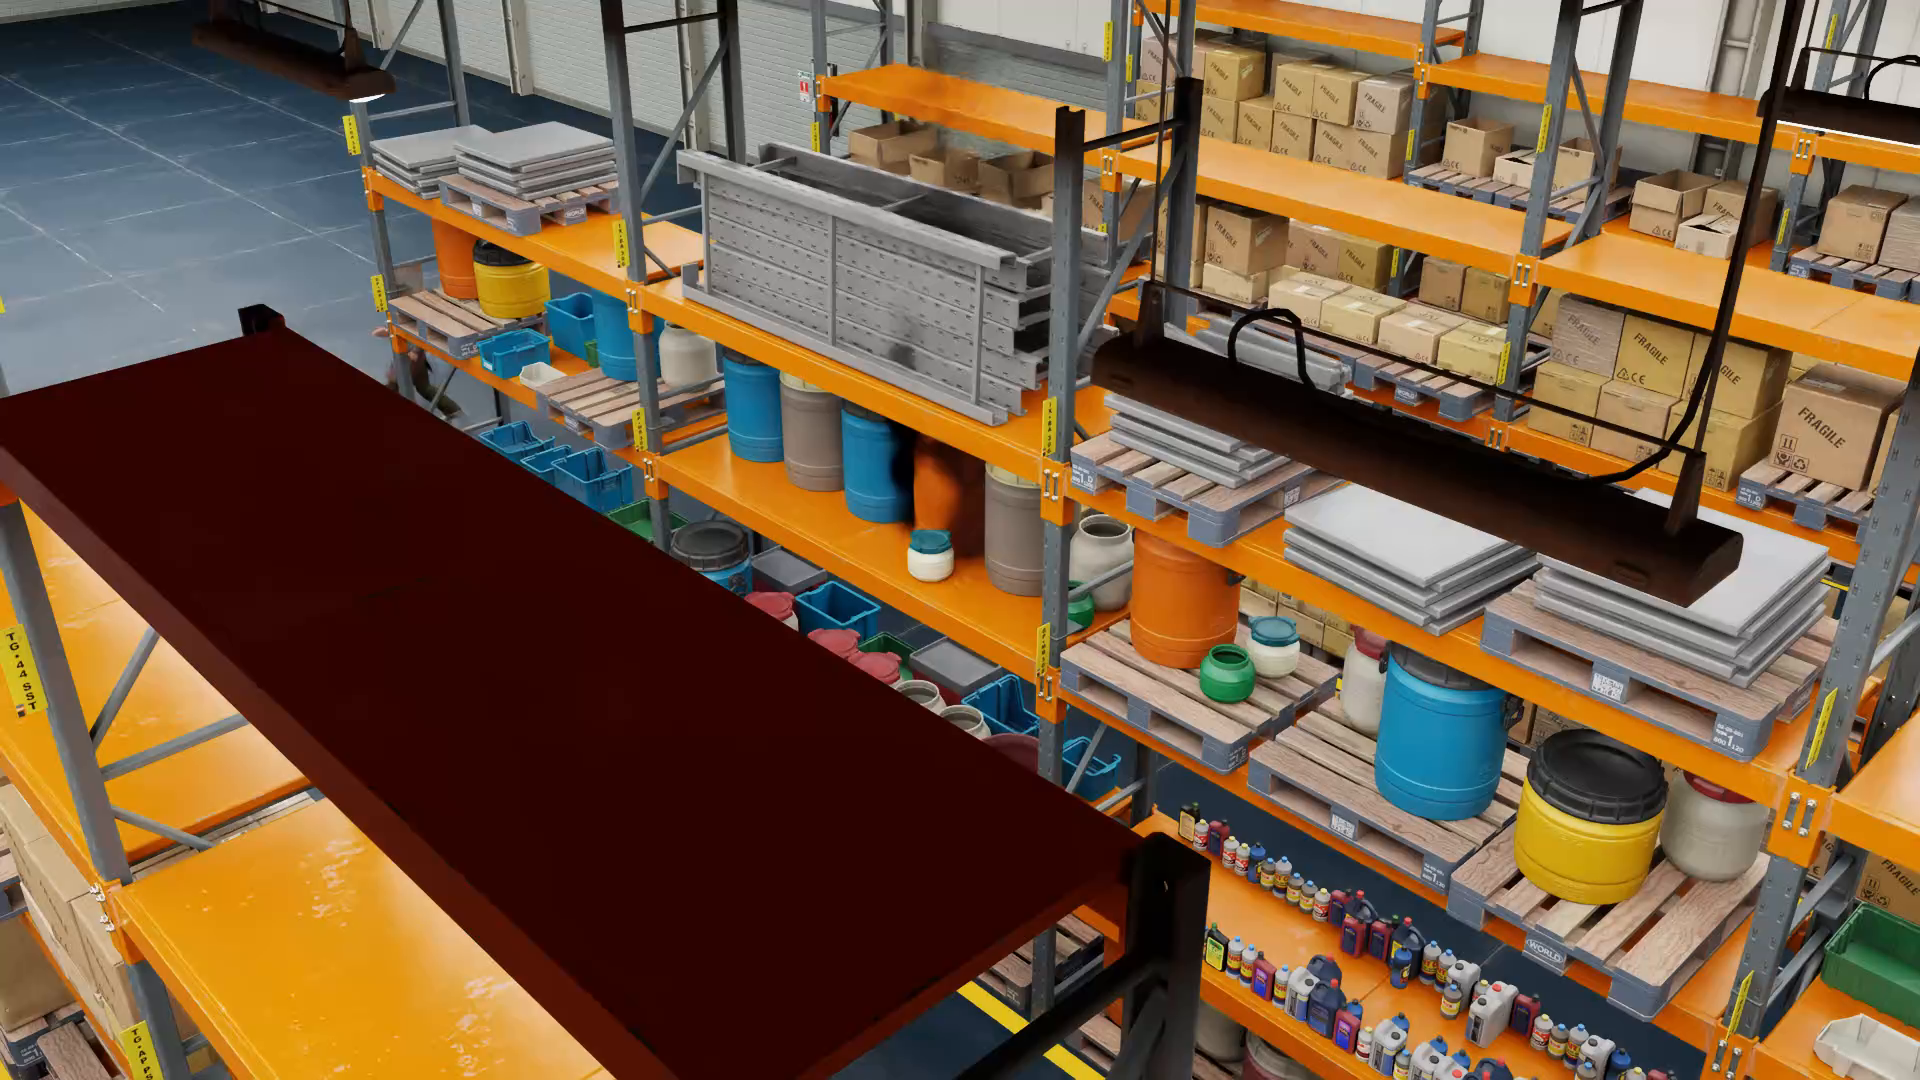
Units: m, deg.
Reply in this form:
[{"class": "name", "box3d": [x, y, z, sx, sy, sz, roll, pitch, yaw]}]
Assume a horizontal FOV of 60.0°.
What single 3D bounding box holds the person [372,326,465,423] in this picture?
[{"class": "person", "box3d": [-6.189, -2.004, 18.748, 0.973, 1.811, 0.702, -5, 29, -9]}]
